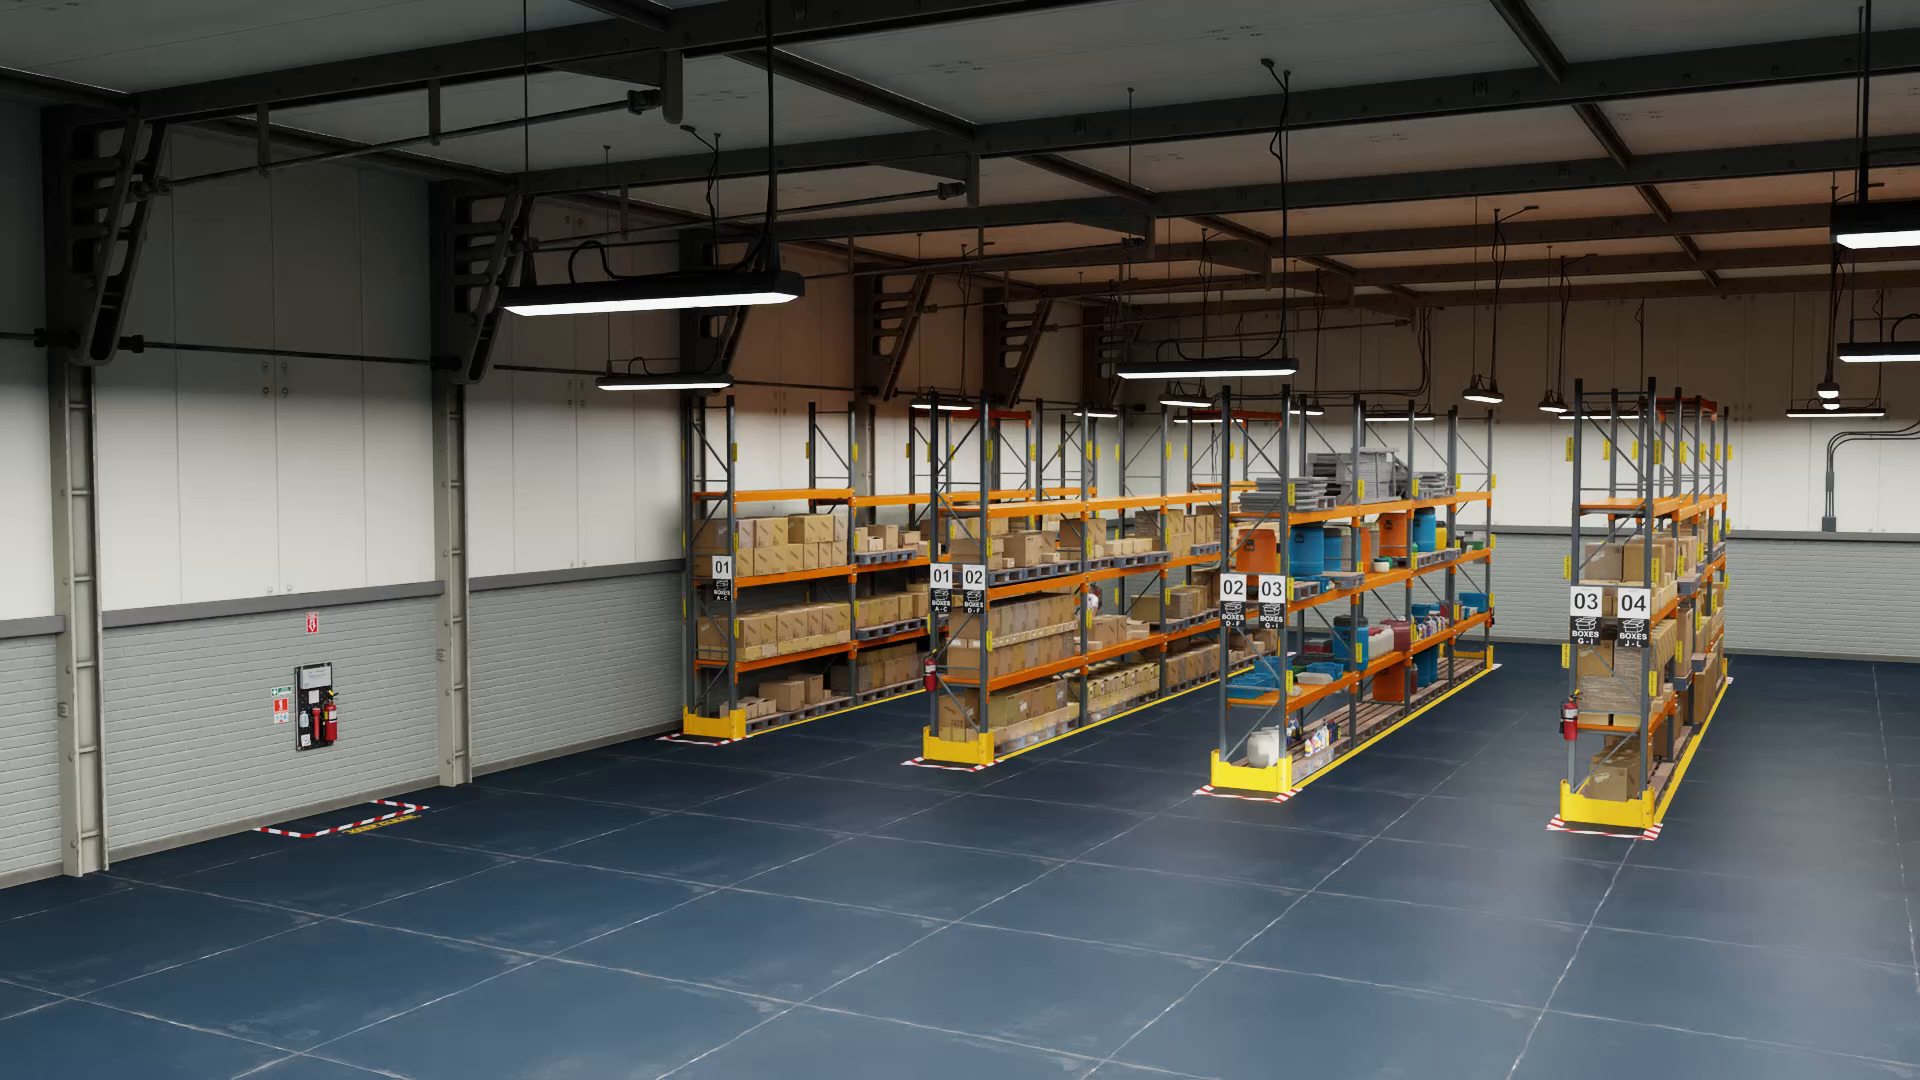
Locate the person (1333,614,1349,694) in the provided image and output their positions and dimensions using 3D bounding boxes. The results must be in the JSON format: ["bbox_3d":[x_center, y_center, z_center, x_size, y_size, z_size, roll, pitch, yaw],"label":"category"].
[{"bbox_3d":[7.869,2.355,34.381,0.555,1.654,0.521,3,4,40],"label":"person"}]

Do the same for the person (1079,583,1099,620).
[{"bbox_3d":[2.973,1.836,38.592,0.523,1.730,1.084,1,3,24],"label":"person"}]
